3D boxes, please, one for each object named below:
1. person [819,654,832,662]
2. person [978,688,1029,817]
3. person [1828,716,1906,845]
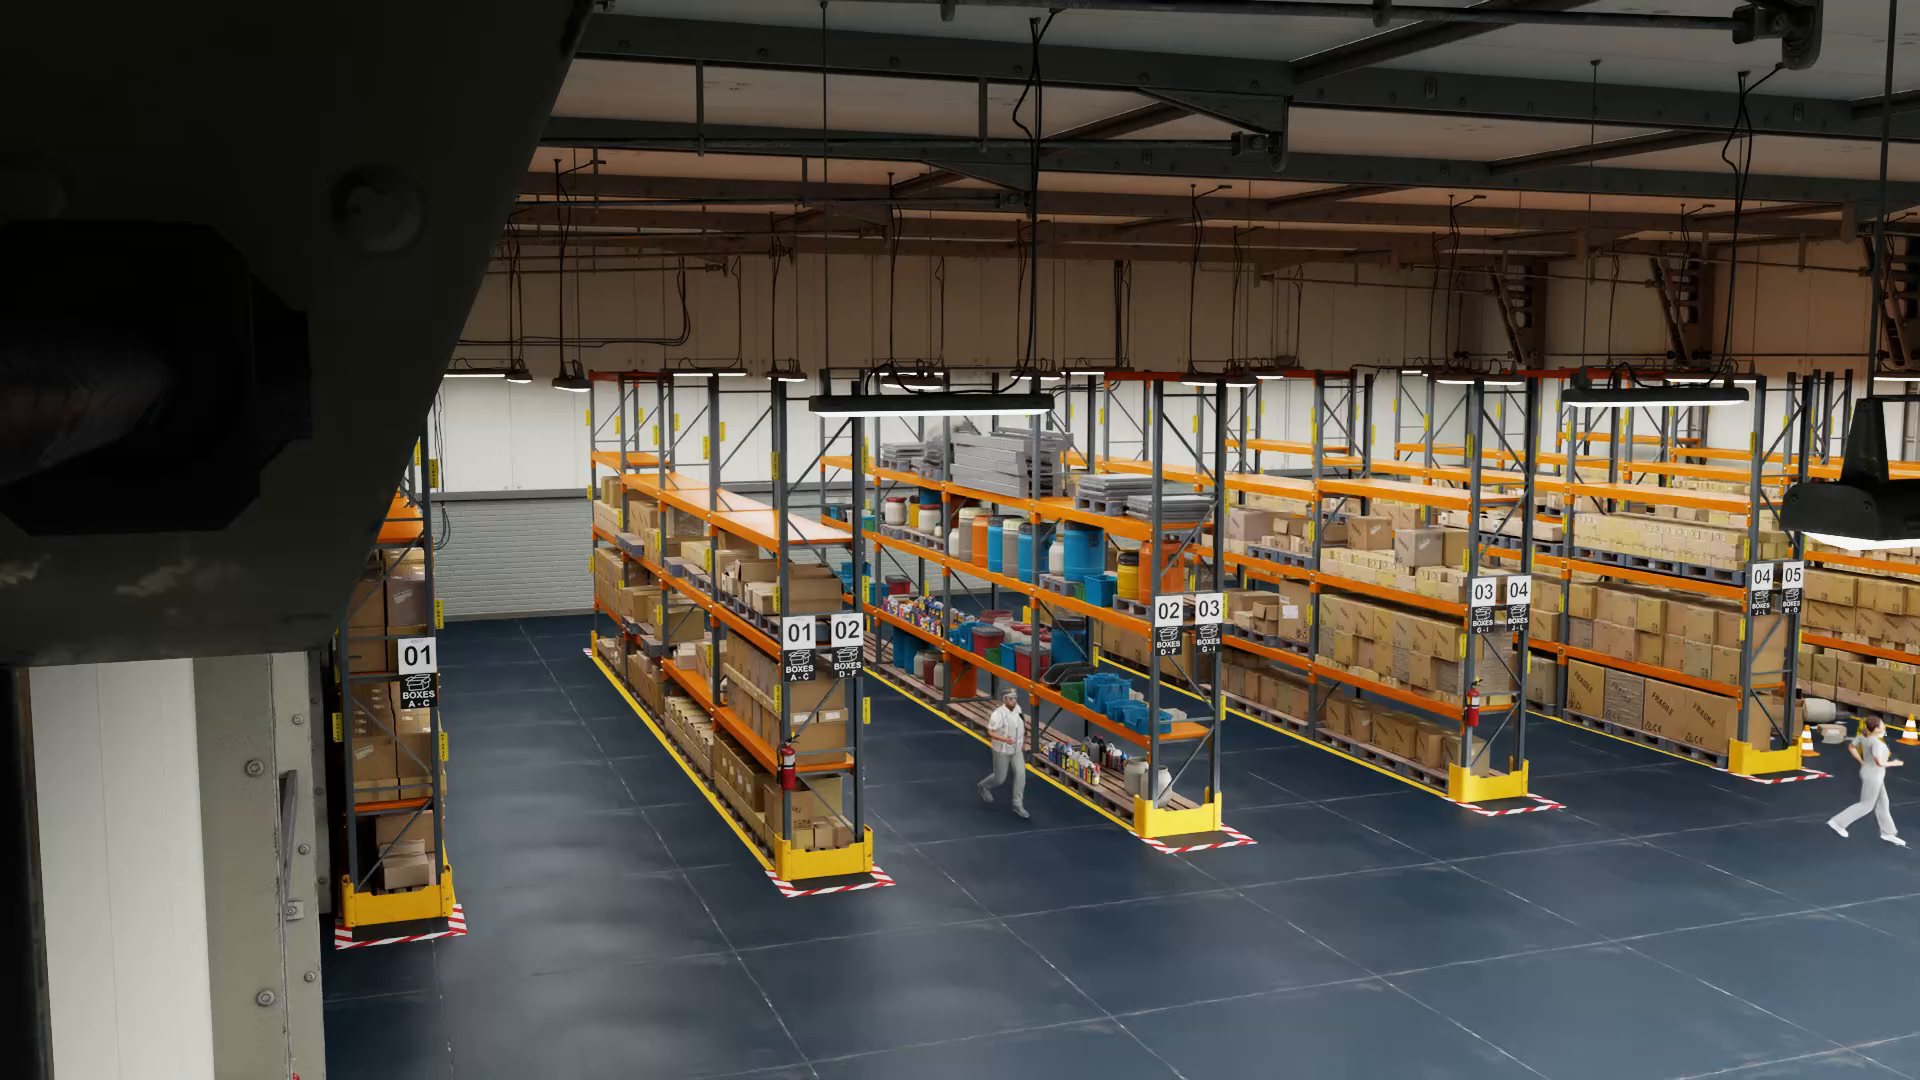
[{"bbox_3d":[-2.422,2.237,29.544,0.621,1.617,0.554,-4,7,-29],"label":"person"},{"bbox_3d":[0.626,2.889,23.028,0.647,1.768,0.943,-4,8,-35],"label":"person"},{"bbox_3d":[11.745,3.130,21.463,0.956,1.622,0.566,1,7,12],"label":"person"}]
